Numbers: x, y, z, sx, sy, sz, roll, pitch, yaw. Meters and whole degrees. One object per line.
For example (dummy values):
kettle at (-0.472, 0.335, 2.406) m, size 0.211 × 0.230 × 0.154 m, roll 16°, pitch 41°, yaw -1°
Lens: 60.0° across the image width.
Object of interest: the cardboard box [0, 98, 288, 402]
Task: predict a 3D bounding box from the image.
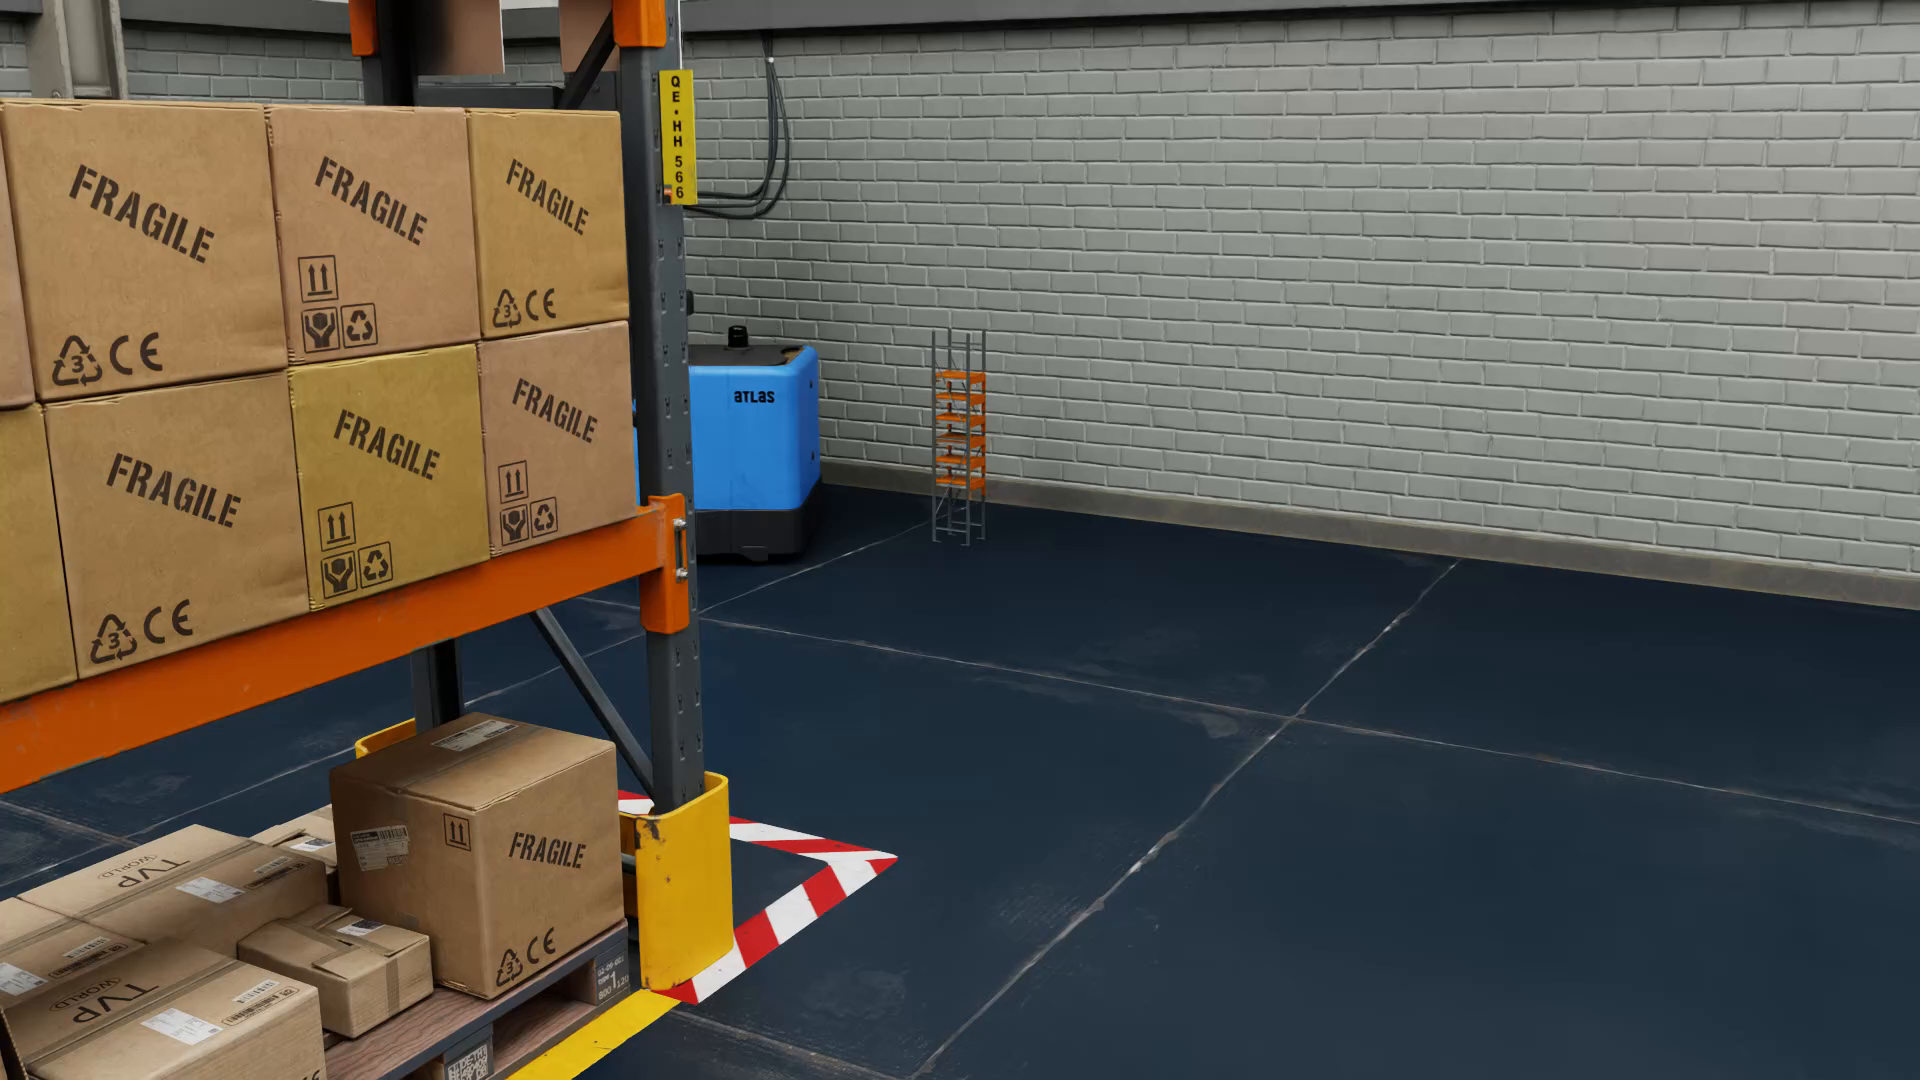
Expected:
cardboard box at (-1.643, -0.555, 3.089) m, size 0.500 × 0.500 × 0.500 m, roll 8°, pitch 16°, yaw 30°

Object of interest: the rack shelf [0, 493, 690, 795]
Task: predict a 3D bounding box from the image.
rack shelf at (-2.145, 0.407, 2.982) m, size 1.077 × 0.370 × 4.000 m, roll 7°, pitch 15°, yaw 28°

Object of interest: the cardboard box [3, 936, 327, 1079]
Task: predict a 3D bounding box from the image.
cardboard box at (-1.711, 1.100, 3.497) m, size 0.500 × 0.250 × 0.500 m, roll 7°, pitch 15°, yaw 28°

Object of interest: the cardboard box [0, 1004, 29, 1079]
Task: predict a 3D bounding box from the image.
cardboard box at (-2.209, 1.081, 3.038) m, size 0.797 × 0.503 × 0.637 m, roll 7°, pitch 15°, yaw 28°

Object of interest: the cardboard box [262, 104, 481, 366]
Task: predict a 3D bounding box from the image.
cardboard box at (-1.397, -0.662, 3.532) m, size 0.500 × 0.500 × 0.500 m, roll 8°, pitch 16°, yaw 30°

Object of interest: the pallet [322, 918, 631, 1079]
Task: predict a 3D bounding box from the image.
pallet at (-1.600, 1.182, 4.183) m, size 1.003 × 0.211 × 1.213 m, roll 7°, pitch 15°, yaw 28°

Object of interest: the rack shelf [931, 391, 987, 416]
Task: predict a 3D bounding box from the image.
rack shelf at (-0.007, -0.770, 9.335) m, size 0.258 × 0.103 × 0.180 m, roll 7°, pitch 15°, yaw 28°

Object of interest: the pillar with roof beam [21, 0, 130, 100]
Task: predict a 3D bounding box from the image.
pillar with roof beam at (-1.200, -3.995, 6.902) m, size 9.100 × 9.000 × 0.400 m, roll 7°, pitch 15°, yaw 28°

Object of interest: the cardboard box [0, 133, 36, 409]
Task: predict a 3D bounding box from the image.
cardboard box at (-1.891, -0.450, 2.652) m, size 0.500 × 0.500 × 0.500 m, roll 8°, pitch 16°, yaw 30°

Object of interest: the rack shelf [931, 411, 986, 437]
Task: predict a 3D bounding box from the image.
rack shelf at (-0.007, -0.654, 9.363) m, size 0.258 × 0.103 × 0.180 m, roll 7°, pitch 15°, yaw 28°

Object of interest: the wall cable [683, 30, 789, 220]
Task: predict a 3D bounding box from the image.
wall cable at (-2.470, -3.441, 11.230) m, size 3.097 × 2.526 × 0.112 m, roll 7°, pitch 15°, yaw 28°

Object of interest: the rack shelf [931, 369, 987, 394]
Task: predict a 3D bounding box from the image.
rack shelf at (-0.007, -0.887, 9.307) m, size 0.258 × 0.103 × 0.180 m, roll 7°, pitch 15°, yaw 28°

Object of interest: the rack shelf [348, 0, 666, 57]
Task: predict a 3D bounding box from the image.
rack shelf at (-2.145, -1.052, 2.630) m, size 1.077 × 0.370 × 4.000 m, roll 7°, pitch 15°, yaw 28°

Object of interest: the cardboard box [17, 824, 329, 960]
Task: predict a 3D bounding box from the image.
cardboard box at (-1.932, 0.951, 4.115) m, size 0.500 × 0.250 × 0.500 m, roll 7°, pitch 15°, yaw 28°

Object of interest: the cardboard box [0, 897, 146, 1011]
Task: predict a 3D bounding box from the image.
cardboard box at (-2.173, 1.054, 3.690) m, size 0.500 × 0.250 × 0.500 m, roll 7°, pitch 15°, yaw 28°

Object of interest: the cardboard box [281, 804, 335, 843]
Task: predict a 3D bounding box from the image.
cardboard box at (-1.682, 0.866, 4.687) m, size 0.380 × 0.149 × 0.250 m, roll 7°, pitch 15°, yaw 28°

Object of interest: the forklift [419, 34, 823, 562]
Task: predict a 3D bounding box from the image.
forklift at (-2.340, -1.415, 9.149) m, size 3.031 × 2.935 × 1.130 m, roll 1°, pitch 14°, yaw 2°

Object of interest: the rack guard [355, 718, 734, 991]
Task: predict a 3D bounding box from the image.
rack guard at (-1.215, 0.877, 4.828) m, size 1.175 × 0.500 × 0.348 m, roll 7°, pitch 15°, yaw 28°

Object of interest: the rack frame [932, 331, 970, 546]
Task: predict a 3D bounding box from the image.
rack frame at (-0.051, -0.562, 9.303) m, size 0.240 × 1.200 × 0.006 m, roll 7°, pitch 15°, yaw 28°

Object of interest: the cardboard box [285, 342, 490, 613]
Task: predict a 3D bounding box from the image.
cardboard box at (-1.405, -0.172, 3.635) m, size 0.500 × 0.500 × 0.500 m, roll 8°, pitch 15°, yaw 29°

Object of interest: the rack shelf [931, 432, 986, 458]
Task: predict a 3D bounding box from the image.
rack shelf at (-0.007, -0.537, 9.391) m, size 0.258 × 0.103 × 0.180 m, roll 7°, pitch 15°, yaw 28°

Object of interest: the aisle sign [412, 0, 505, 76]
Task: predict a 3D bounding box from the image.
aisle sign at (-1.403, -1.664, 4.491) m, size 0.394 × 0.787 × 0.004 m, roll 7°, pitch 15°, yaw 28°

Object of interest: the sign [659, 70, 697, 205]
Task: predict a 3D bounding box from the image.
sign at (-0.702, -1.003, 4.149) m, size 0.100 × 0.325 × 0.005 m, roll 7°, pitch 15°, yaw 28°

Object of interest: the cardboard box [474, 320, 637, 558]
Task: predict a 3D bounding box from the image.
cardboard box at (-1.157, -0.279, 4.079) m, size 0.500 × 0.500 × 0.500 m, roll 8°, pitch 16°, yaw 30°

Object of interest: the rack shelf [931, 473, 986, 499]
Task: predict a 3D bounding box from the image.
rack shelf at (-0.007, -0.304, 9.447) m, size 0.258 × 0.103 × 0.180 m, roll 7°, pitch 15°, yaw 28°

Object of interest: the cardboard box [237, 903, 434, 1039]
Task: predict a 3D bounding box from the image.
cardboard box at (-1.500, 1.022, 3.999) m, size 0.380 × 0.166 × 0.250 m, roll 7°, pitch 15°, yaw 28°

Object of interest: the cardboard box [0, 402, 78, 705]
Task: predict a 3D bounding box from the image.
cardboard box at (-1.894, 0.033, 2.785) m, size 0.500 × 0.500 × 0.500 m, roll 7°, pitch 15°, yaw 27°

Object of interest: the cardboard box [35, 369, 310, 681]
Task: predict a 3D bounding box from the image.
cardboard box at (-1.651, -0.071, 3.213) m, size 0.500 × 0.500 × 0.500 m, roll 8°, pitch 15°, yaw 28°

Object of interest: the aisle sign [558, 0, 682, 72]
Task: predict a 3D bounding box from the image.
aisle sign at (-0.877, -1.597, 4.209) m, size 0.394 × 0.787 × 0.004 m, roll 7°, pitch 15°, yaw 28°

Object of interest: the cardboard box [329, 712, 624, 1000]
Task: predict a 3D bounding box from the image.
cardboard box at (-1.226, 0.787, 4.262) m, size 0.500 × 0.500 × 0.500 m, roll 7°, pitch 15°, yaw 28°

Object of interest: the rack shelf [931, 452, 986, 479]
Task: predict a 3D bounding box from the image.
rack shelf at (-0.007, -0.420, 9.419) m, size 0.258 × 0.103 × 0.180 m, roll 7°, pitch 15°, yaw 28°

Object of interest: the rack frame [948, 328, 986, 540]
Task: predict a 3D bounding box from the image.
rack frame at (0.037, -0.599, 9.458) m, size 0.240 × 1.200 × 0.006 m, roll 7°, pitch 15°, yaw 28°

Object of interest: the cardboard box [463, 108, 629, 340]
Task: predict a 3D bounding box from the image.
cardboard box at (-1.153, -0.766, 3.962) m, size 0.500 × 0.500 × 0.500 m, roll 7°, pitch 15°, yaw 28°

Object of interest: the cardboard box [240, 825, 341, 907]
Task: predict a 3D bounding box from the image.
cardboard box at (-1.803, 0.908, 4.472) m, size 0.380 × 0.166 × 0.250 m, roll 7°, pitch 15°, yaw 28°

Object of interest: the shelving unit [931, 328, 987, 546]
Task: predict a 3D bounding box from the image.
shelving unit at (-0.007, -0.580, 9.381) m, size 0.258 × 1.200 × 0.189 m, roll 7°, pitch 15°, yaw 28°

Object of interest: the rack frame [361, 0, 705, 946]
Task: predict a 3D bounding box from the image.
rack frame at (-1.179, -0.353, 4.599) m, size 1.000 × 3.000 × 0.127 m, roll 7°, pitch 15°, yaw 28°
